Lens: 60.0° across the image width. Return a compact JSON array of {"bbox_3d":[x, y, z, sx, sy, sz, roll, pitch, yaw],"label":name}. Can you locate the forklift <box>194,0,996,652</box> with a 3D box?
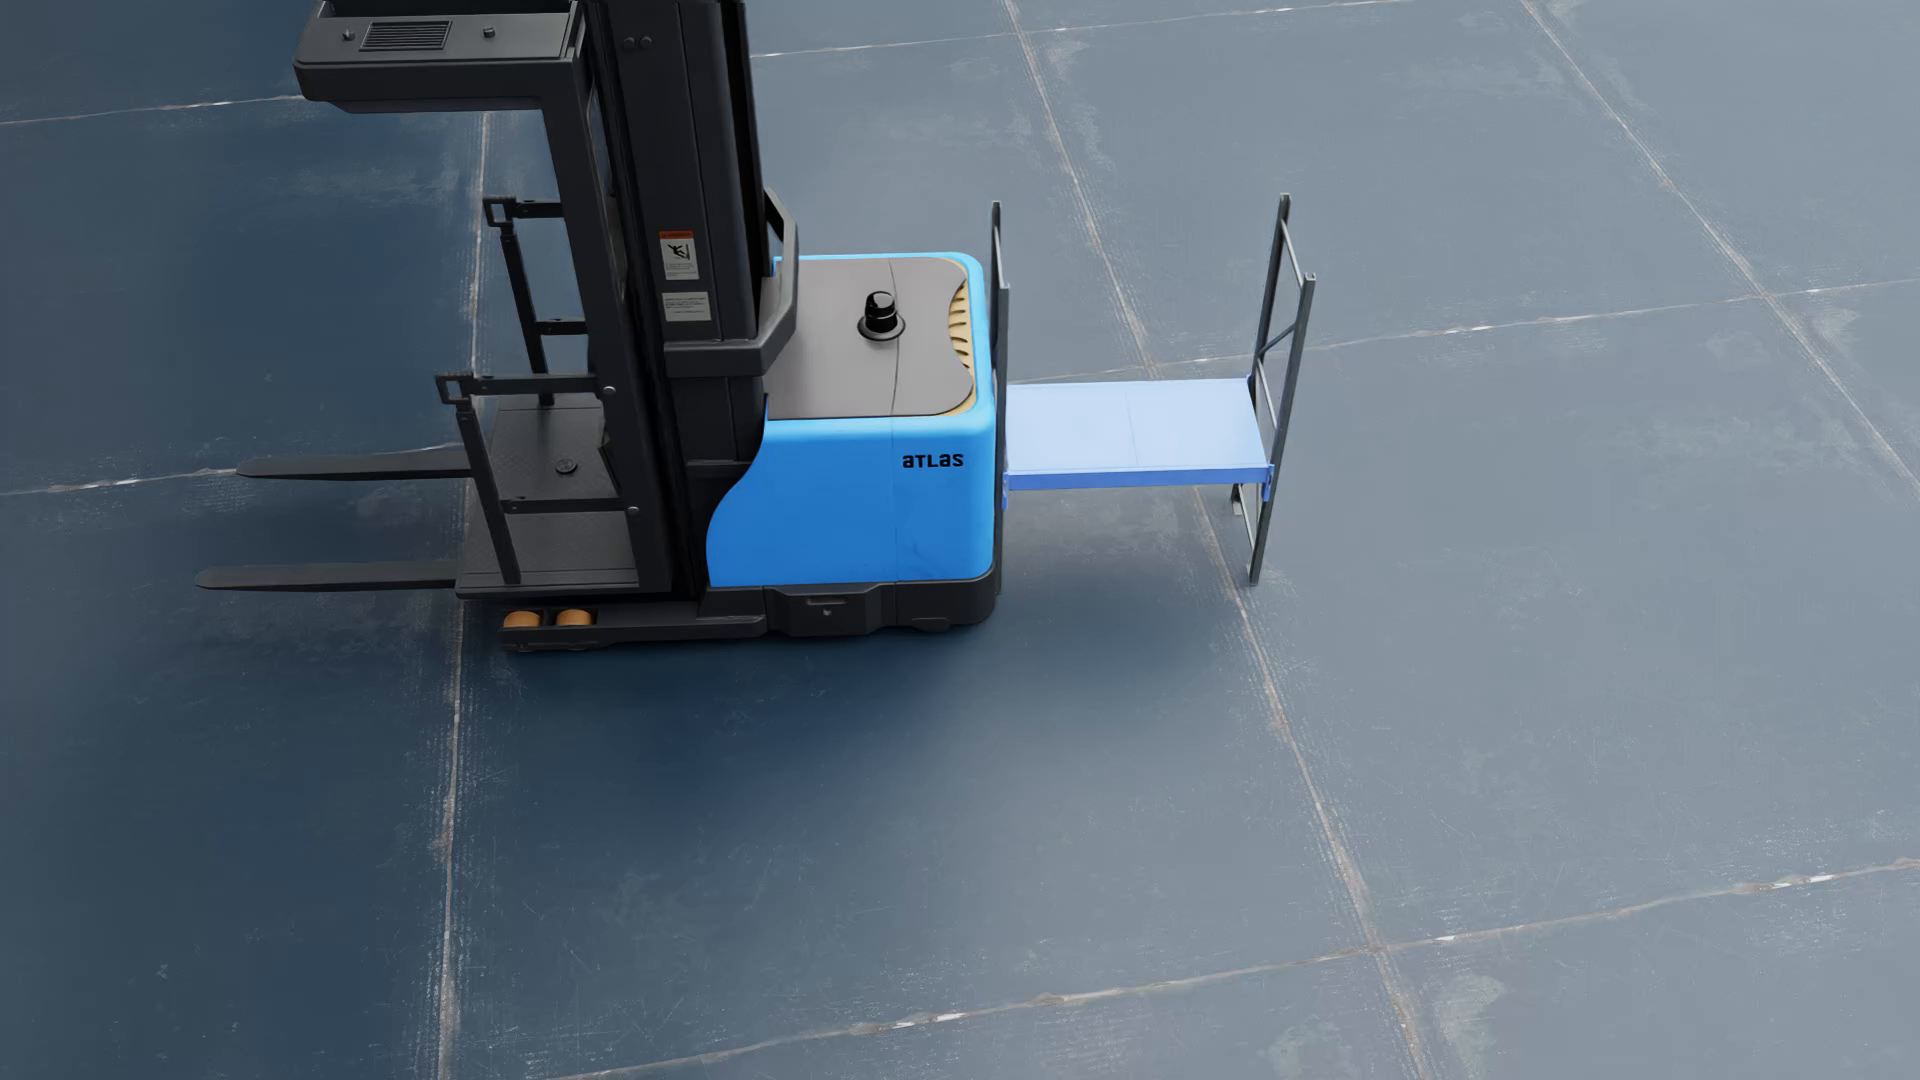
[{"bbox_3d":[-1.396,-0.981,5.660,3.031,2.935,1.130,-2,46,-2],"label":"forklift"}]

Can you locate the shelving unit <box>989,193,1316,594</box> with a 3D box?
[{"bbox_3d":[0.644,-0.503,6.193,1.048,1.500,0.538,-2,46,-2],"label":"shelving unit"}]

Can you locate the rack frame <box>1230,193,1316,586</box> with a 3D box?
[{"bbox_3d":[1.152,-0.519,6.208,0.032,1.500,0.500,-2,46,-2],"label":"rack frame"}]

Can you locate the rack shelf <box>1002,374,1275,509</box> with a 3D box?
[{"bbox_3d":[0.644,-0.378,6.322,1.000,0.185,0.538,-2,46,-2],"label":"rack shelf"}]

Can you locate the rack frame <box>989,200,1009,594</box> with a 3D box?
[{"bbox_3d":[0.136,-0.487,6.178,0.032,1.500,0.500,-2,46,-2],"label":"rack frame"}]
